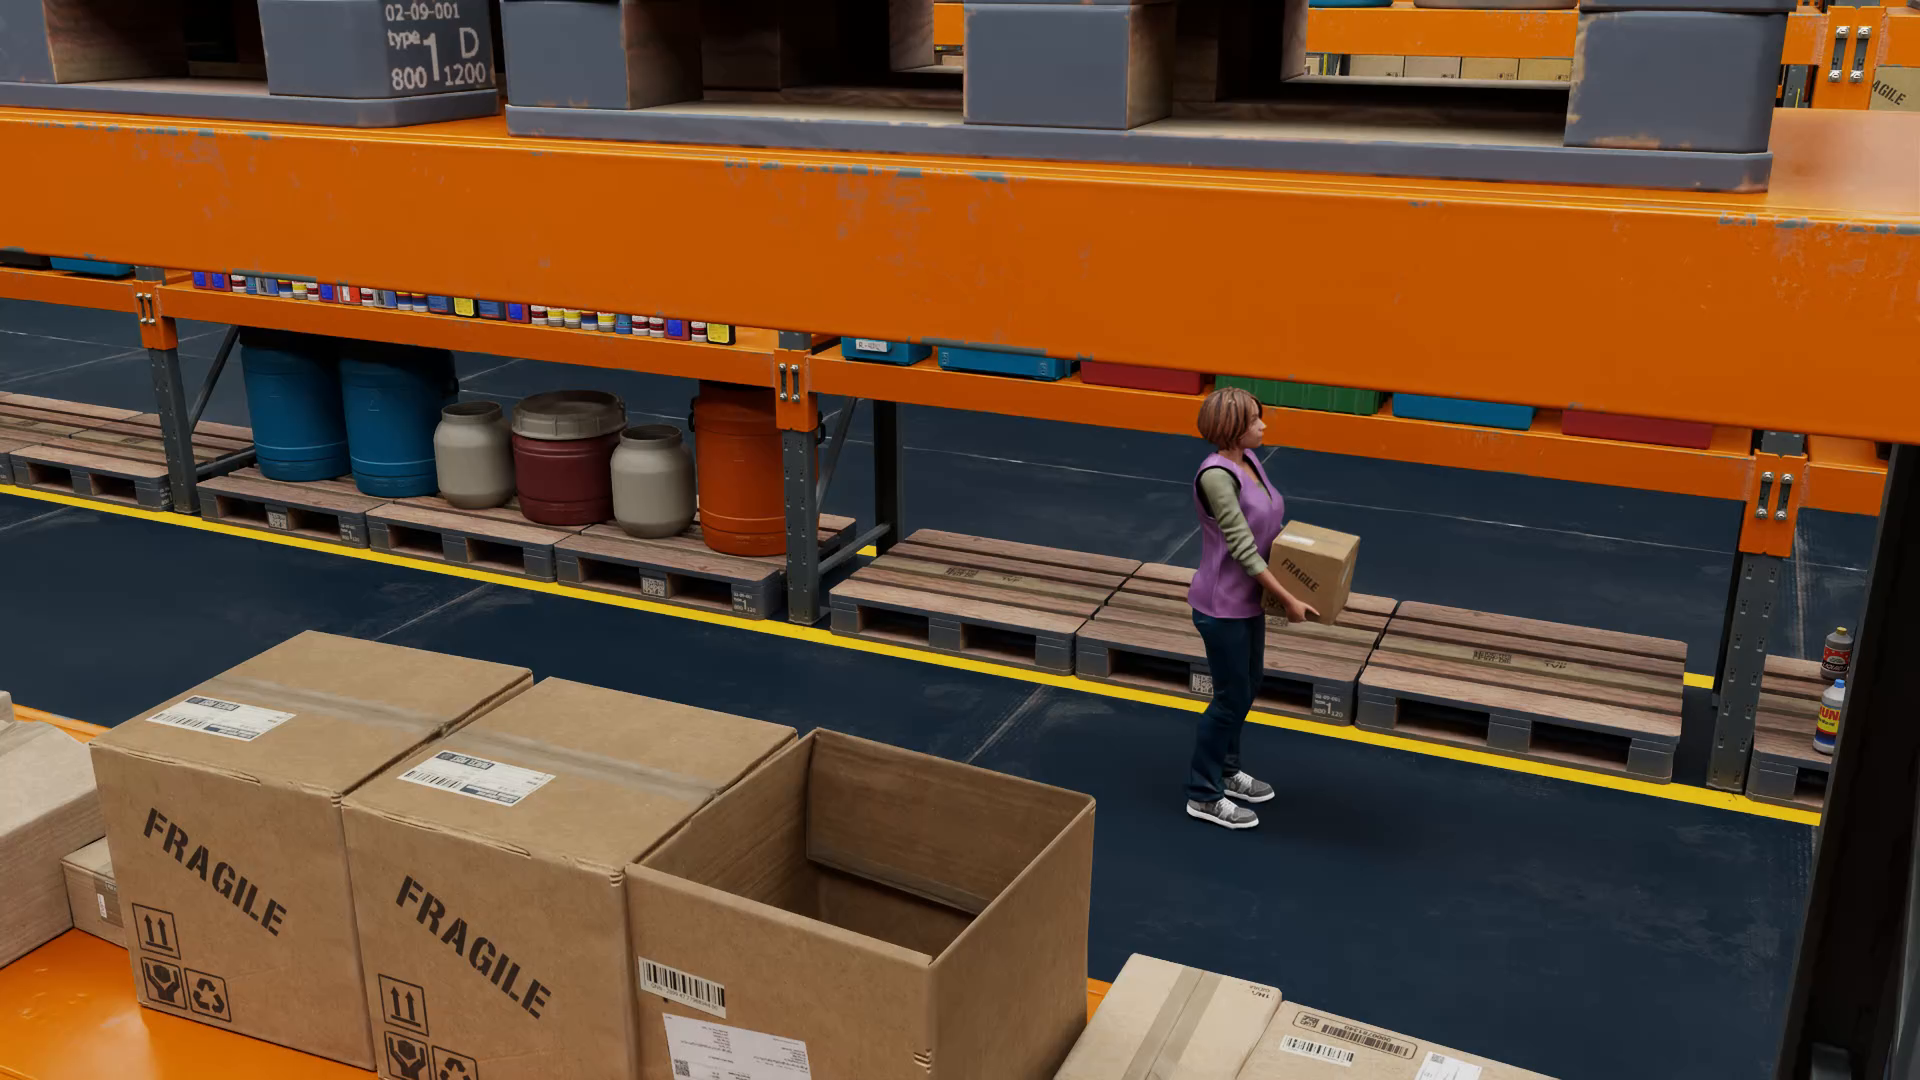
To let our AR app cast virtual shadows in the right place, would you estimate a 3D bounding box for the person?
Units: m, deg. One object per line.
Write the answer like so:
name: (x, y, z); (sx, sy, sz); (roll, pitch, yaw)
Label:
person: (1.050, 0.249, 5.881); (0.500, 1.589, 0.405); (9, 21, 23)
